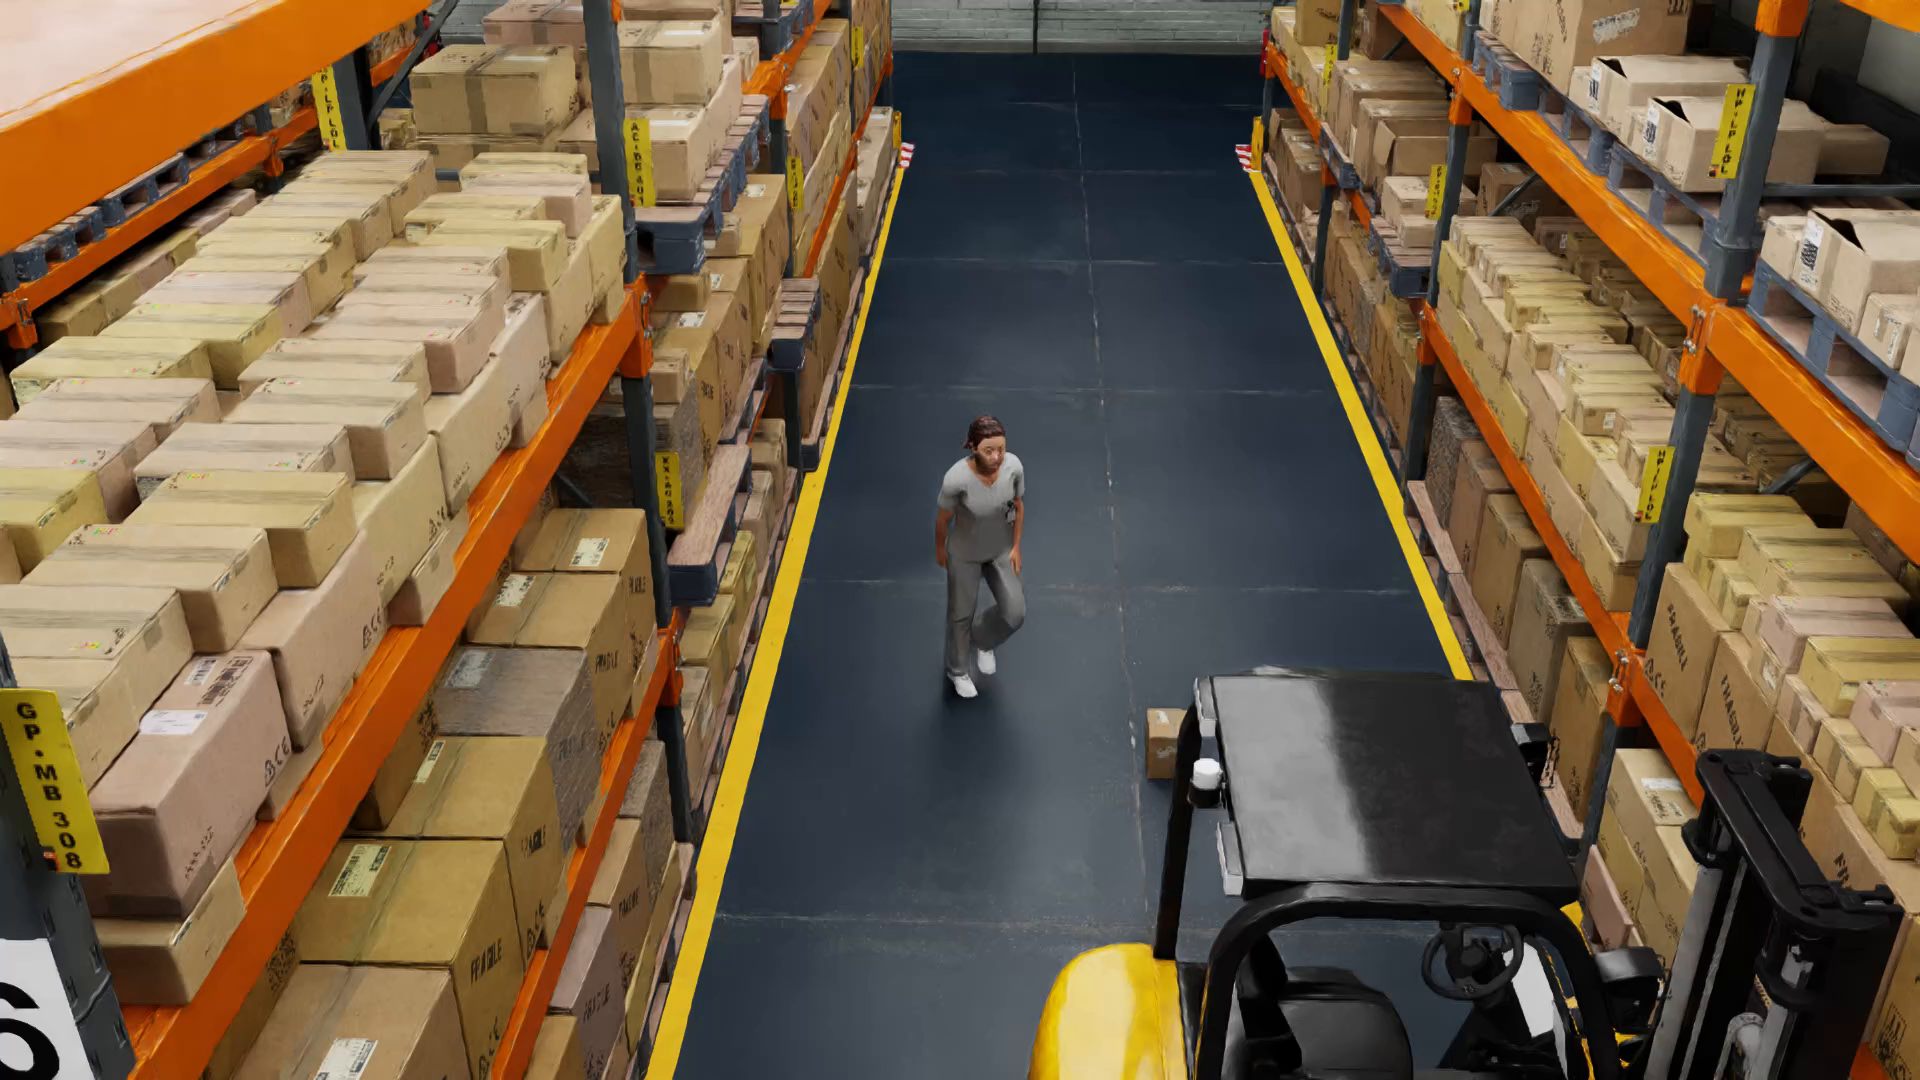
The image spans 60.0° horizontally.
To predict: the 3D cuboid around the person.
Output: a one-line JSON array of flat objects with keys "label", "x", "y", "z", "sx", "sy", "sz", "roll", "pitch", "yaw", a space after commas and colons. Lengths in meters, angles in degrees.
[{"label": "person", "x": 0.089, "y": 0.070, "z": 8.517, "sx": 0.457, "sy": 1.629, "sz": 0.557, "roll": -10, "pitch": 30, "yaw": -18}]
